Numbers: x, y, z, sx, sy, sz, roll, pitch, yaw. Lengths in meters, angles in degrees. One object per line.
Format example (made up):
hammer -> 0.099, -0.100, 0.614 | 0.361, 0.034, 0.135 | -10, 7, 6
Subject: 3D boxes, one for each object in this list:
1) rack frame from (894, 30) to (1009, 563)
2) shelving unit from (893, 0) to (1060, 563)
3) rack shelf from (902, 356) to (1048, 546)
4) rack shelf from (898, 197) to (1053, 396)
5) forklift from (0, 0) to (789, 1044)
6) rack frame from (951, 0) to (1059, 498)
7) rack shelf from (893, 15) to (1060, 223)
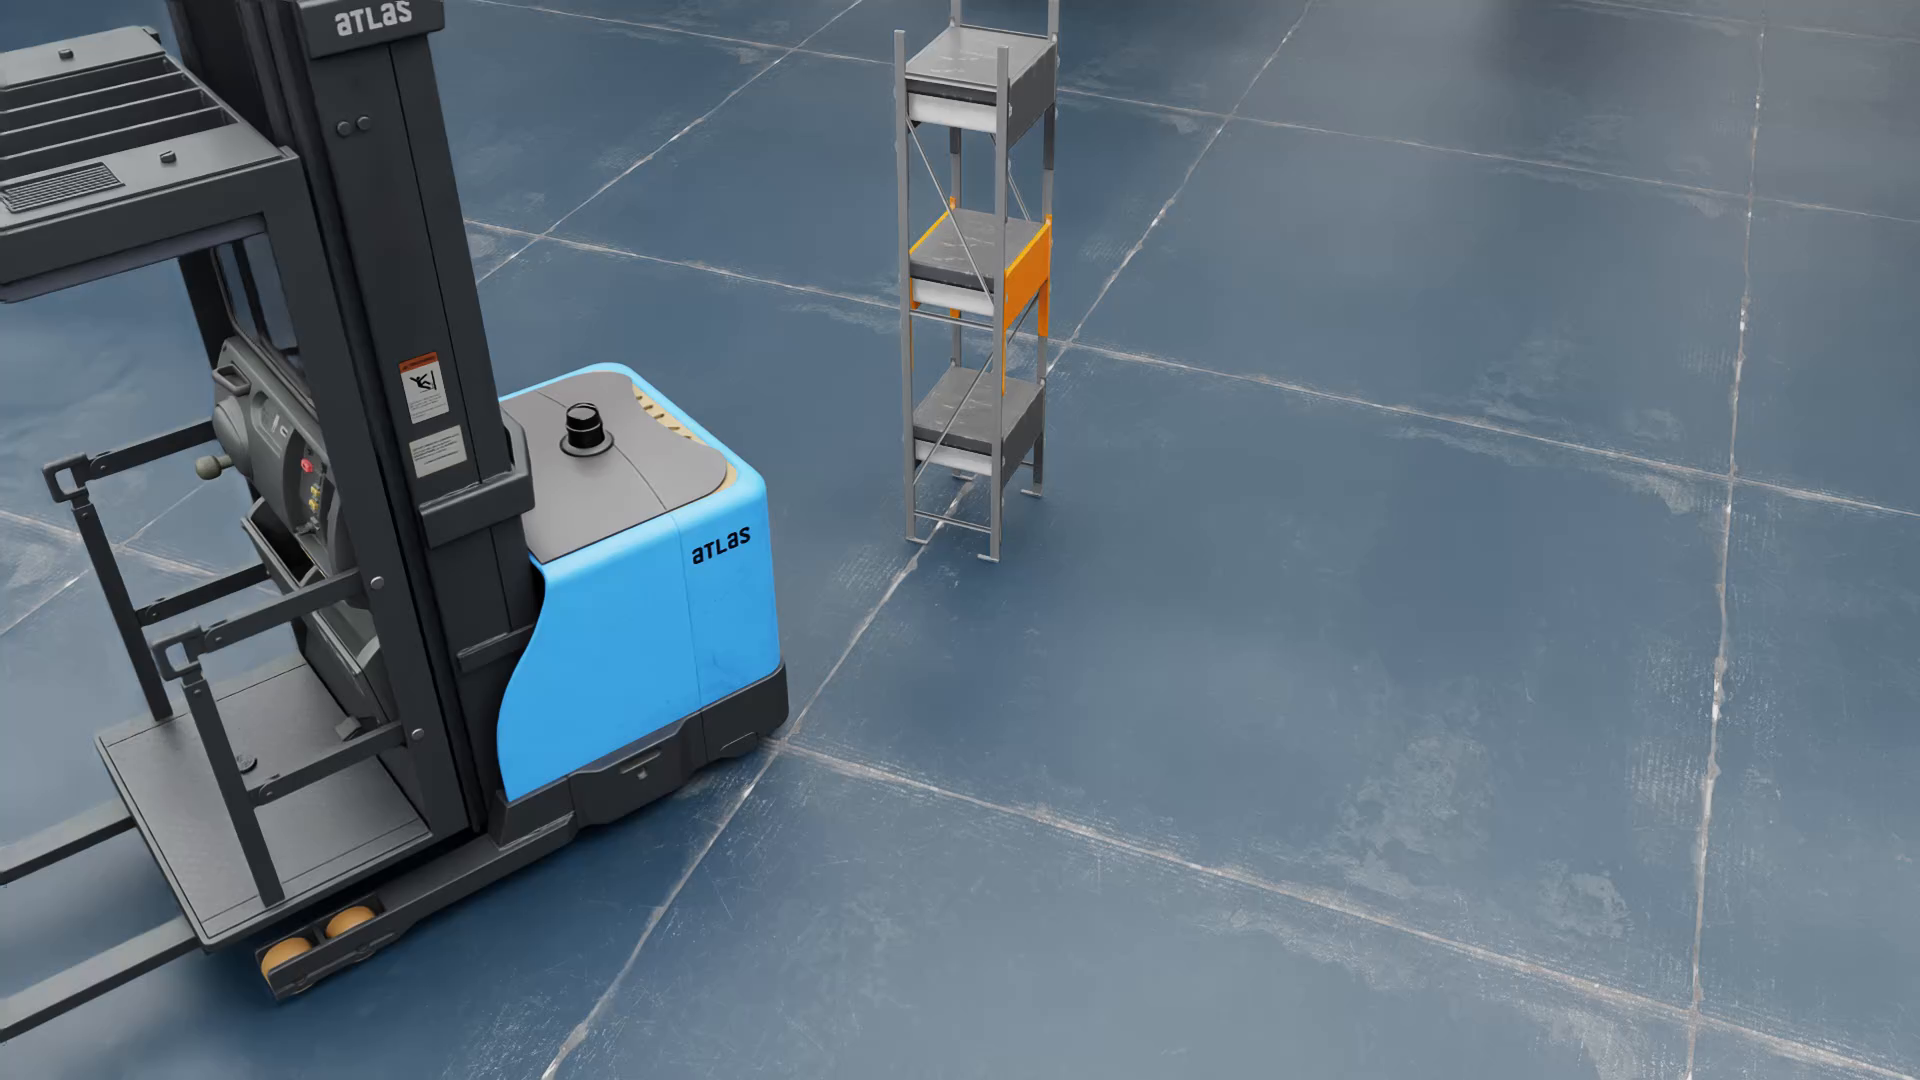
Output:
rack frame -> -0.030, -0.798, 6.063 | 0.400, 2.100, 0.015 | 14, 39, 18
shelving unit -> 0.063, -0.933, 6.244 | 0.431, 2.100, 0.503 | 14, 39, 18
rack shelf -> 0.063, -0.361, 6.671 | 0.431, 0.518, 0.480 | 14, 39, 18
rack shelf -> 0.063, -0.922, 6.252 | 0.431, 0.518, 0.480 | 14, 39, 18
forklift -> -2.068, -0.184, 4.548 | 3.031, 2.935, 1.130 | -25, 44, -30
rack frame -> 0.156, -1.068, 6.425 | 0.400, 2.100, 0.015 | 14, 39, 18
rack shelf -> 0.063, -1.482, 5.833 | 0.431, 0.518, 0.480 | 14, 39, 18
